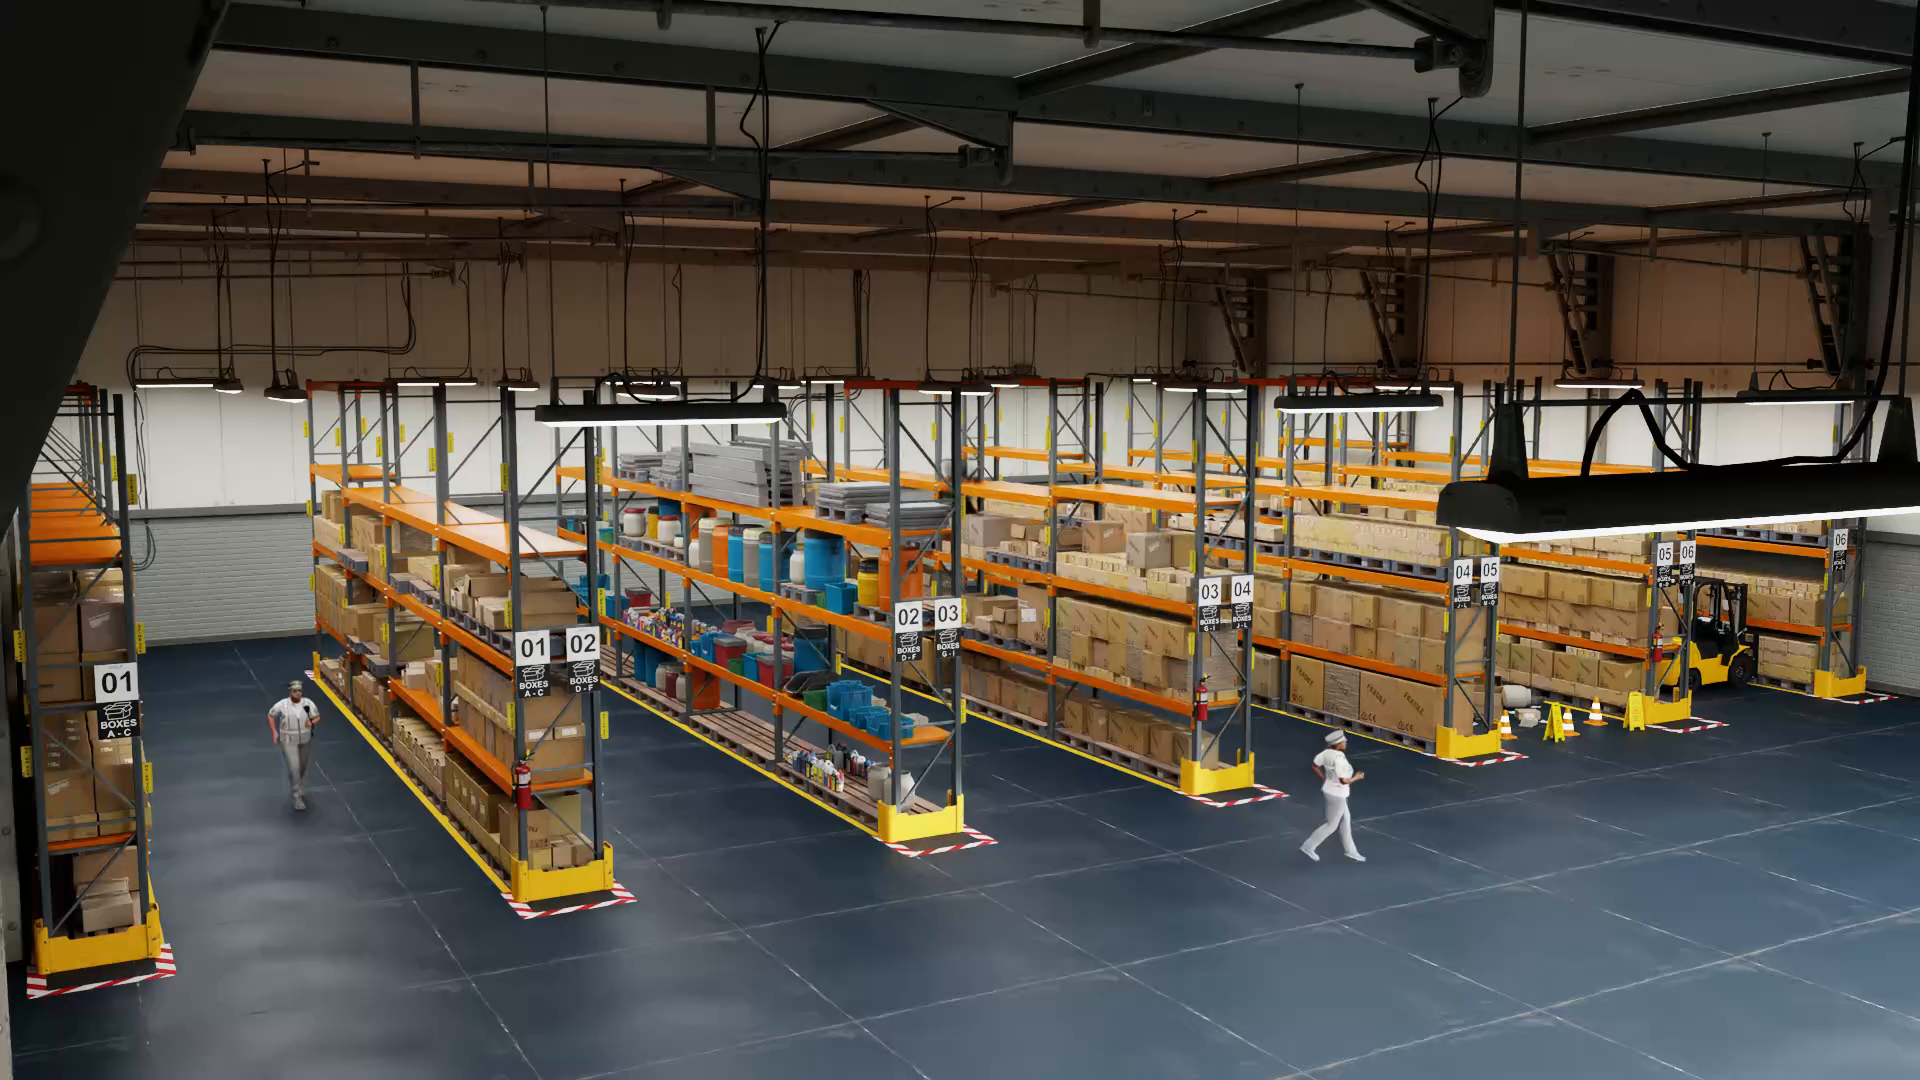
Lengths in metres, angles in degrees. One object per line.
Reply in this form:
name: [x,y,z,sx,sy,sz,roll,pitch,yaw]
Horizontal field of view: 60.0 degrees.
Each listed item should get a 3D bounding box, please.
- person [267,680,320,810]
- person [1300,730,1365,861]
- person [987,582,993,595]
person: [-9.532,2.891,23.902,0.665,1.797,0.899,-5,8,-40]
person: [4.728,3.243,20.979,0.883,1.721,0.574,0,6,-4]
person: [0.718,1.050,42.091,0.683,1.619,0.611,1,6,10]
